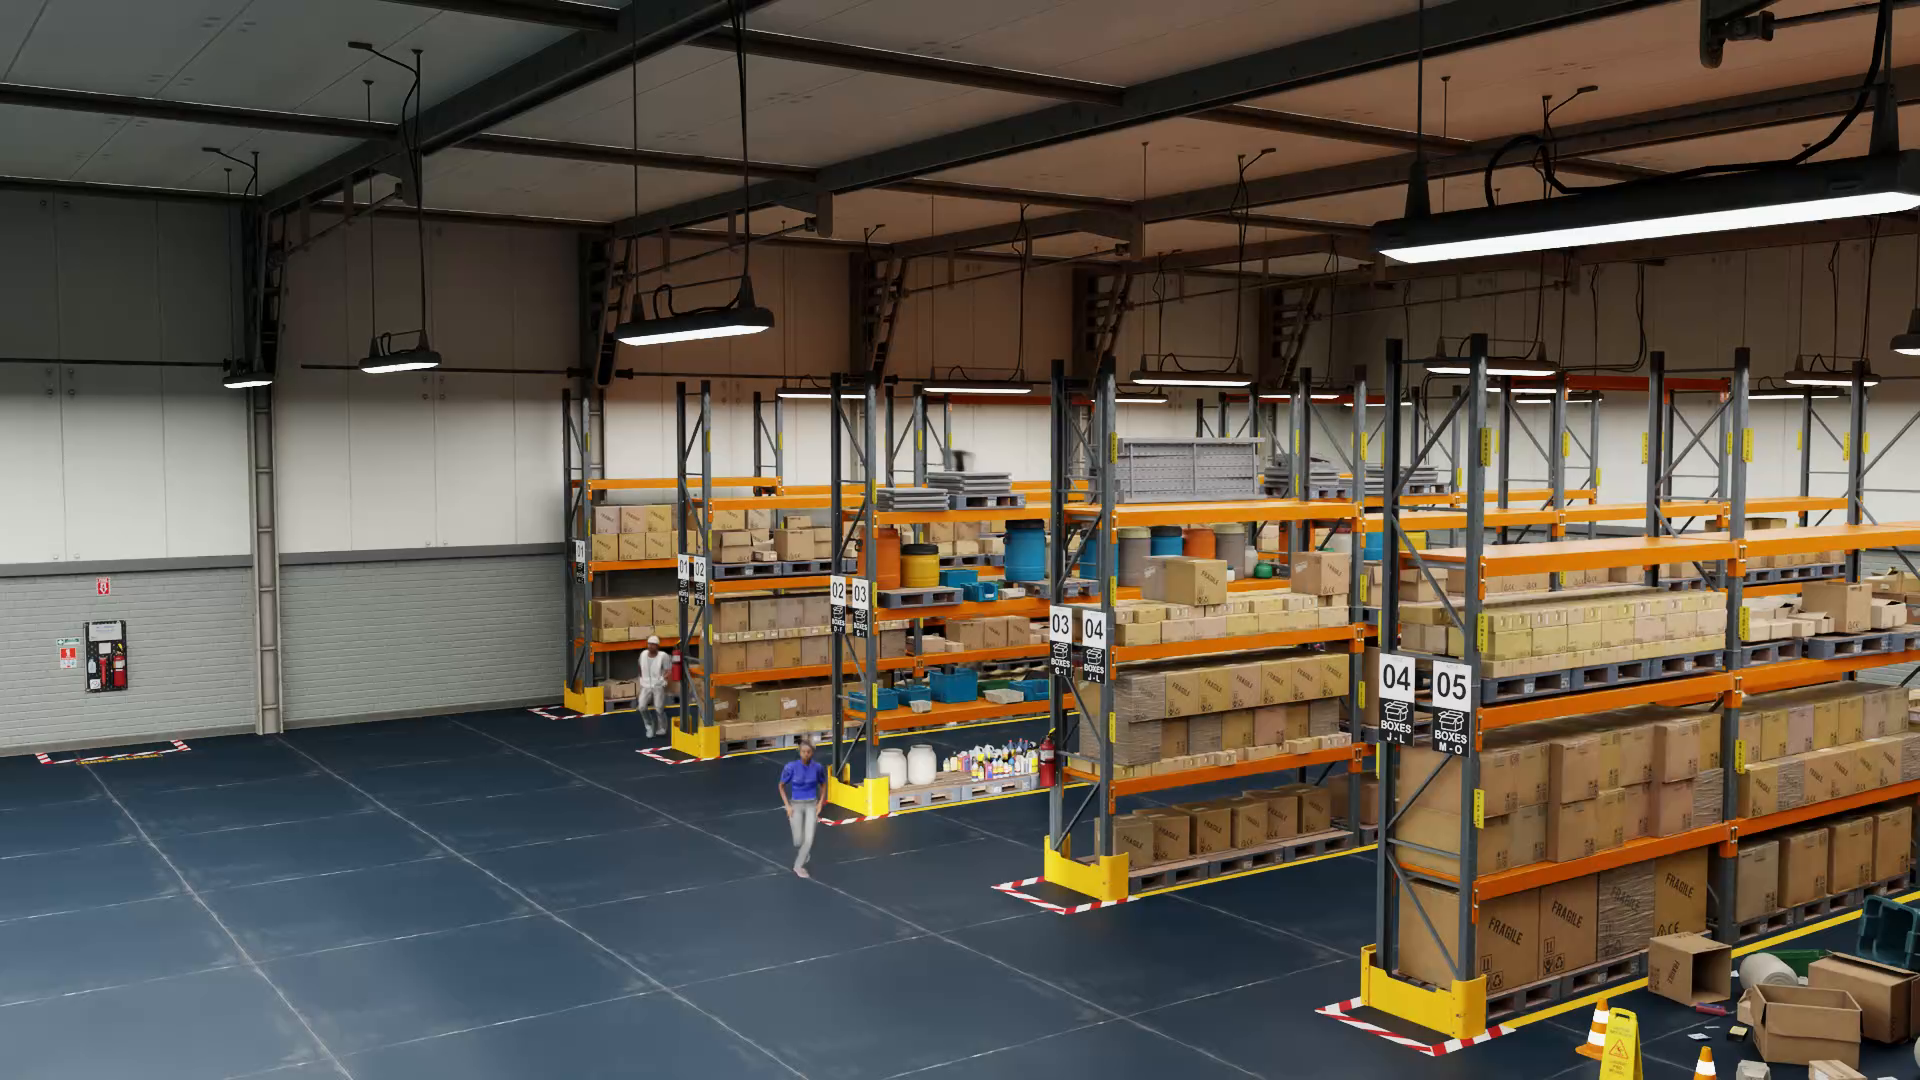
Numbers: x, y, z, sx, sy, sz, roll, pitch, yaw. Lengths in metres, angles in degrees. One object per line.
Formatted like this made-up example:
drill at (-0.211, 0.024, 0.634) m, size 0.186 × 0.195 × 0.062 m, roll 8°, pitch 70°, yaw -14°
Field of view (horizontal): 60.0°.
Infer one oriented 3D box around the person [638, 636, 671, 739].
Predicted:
person at (-5.204, 2.488, 28.094) m, size 0.668 × 1.751 × 0.760 m, roll 1°, pitch 4°, yaw 10°

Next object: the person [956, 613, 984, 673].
person at (0.232, 2.217, 32.724) m, size 0.734 × 1.766 × 0.648 m, roll -4°, pitch 5°, yaw -44°

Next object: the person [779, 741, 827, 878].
person at (-1.837, 3.126, 19.480) m, size 0.572 × 1.597 × 0.529 m, roll -1°, pitch 4°, yaw -12°
